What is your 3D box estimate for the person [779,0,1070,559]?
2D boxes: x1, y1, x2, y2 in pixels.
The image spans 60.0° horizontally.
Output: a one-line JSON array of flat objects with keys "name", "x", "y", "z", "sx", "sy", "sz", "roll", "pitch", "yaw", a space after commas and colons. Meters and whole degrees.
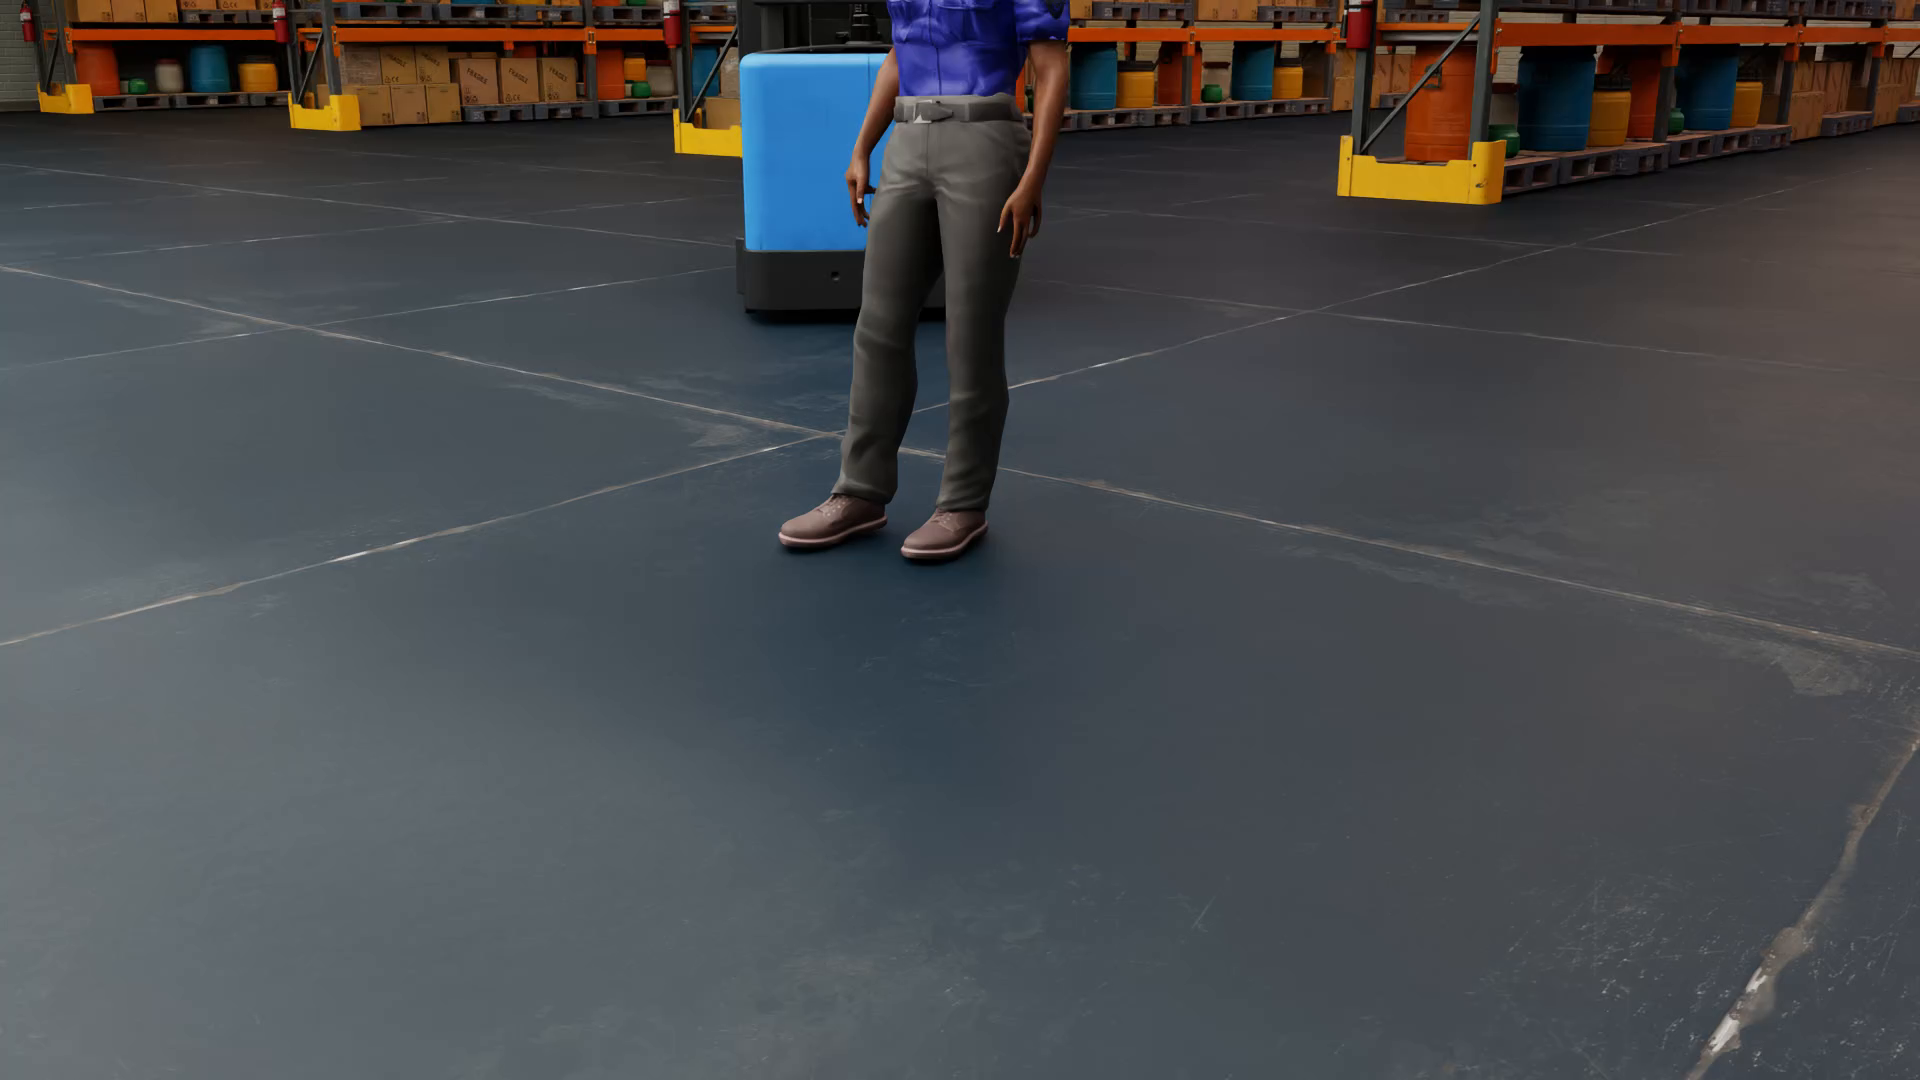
[{"name": "person", "x": -0.071, "y": -0.782, "z": 3.646, "sx": 0.570, "sy": 1.656, "sz": 0.503, "roll": 13, "pitch": 21, "yaw": 37}]

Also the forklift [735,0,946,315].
[{"name": "forklift", "x": -0.509, "y": -2.719, "z": 7.852, "sx": 1.130, "sy": 2.935, "sz": 3.031, "roll": -2, "pitch": 17, "yaw": -6}]
